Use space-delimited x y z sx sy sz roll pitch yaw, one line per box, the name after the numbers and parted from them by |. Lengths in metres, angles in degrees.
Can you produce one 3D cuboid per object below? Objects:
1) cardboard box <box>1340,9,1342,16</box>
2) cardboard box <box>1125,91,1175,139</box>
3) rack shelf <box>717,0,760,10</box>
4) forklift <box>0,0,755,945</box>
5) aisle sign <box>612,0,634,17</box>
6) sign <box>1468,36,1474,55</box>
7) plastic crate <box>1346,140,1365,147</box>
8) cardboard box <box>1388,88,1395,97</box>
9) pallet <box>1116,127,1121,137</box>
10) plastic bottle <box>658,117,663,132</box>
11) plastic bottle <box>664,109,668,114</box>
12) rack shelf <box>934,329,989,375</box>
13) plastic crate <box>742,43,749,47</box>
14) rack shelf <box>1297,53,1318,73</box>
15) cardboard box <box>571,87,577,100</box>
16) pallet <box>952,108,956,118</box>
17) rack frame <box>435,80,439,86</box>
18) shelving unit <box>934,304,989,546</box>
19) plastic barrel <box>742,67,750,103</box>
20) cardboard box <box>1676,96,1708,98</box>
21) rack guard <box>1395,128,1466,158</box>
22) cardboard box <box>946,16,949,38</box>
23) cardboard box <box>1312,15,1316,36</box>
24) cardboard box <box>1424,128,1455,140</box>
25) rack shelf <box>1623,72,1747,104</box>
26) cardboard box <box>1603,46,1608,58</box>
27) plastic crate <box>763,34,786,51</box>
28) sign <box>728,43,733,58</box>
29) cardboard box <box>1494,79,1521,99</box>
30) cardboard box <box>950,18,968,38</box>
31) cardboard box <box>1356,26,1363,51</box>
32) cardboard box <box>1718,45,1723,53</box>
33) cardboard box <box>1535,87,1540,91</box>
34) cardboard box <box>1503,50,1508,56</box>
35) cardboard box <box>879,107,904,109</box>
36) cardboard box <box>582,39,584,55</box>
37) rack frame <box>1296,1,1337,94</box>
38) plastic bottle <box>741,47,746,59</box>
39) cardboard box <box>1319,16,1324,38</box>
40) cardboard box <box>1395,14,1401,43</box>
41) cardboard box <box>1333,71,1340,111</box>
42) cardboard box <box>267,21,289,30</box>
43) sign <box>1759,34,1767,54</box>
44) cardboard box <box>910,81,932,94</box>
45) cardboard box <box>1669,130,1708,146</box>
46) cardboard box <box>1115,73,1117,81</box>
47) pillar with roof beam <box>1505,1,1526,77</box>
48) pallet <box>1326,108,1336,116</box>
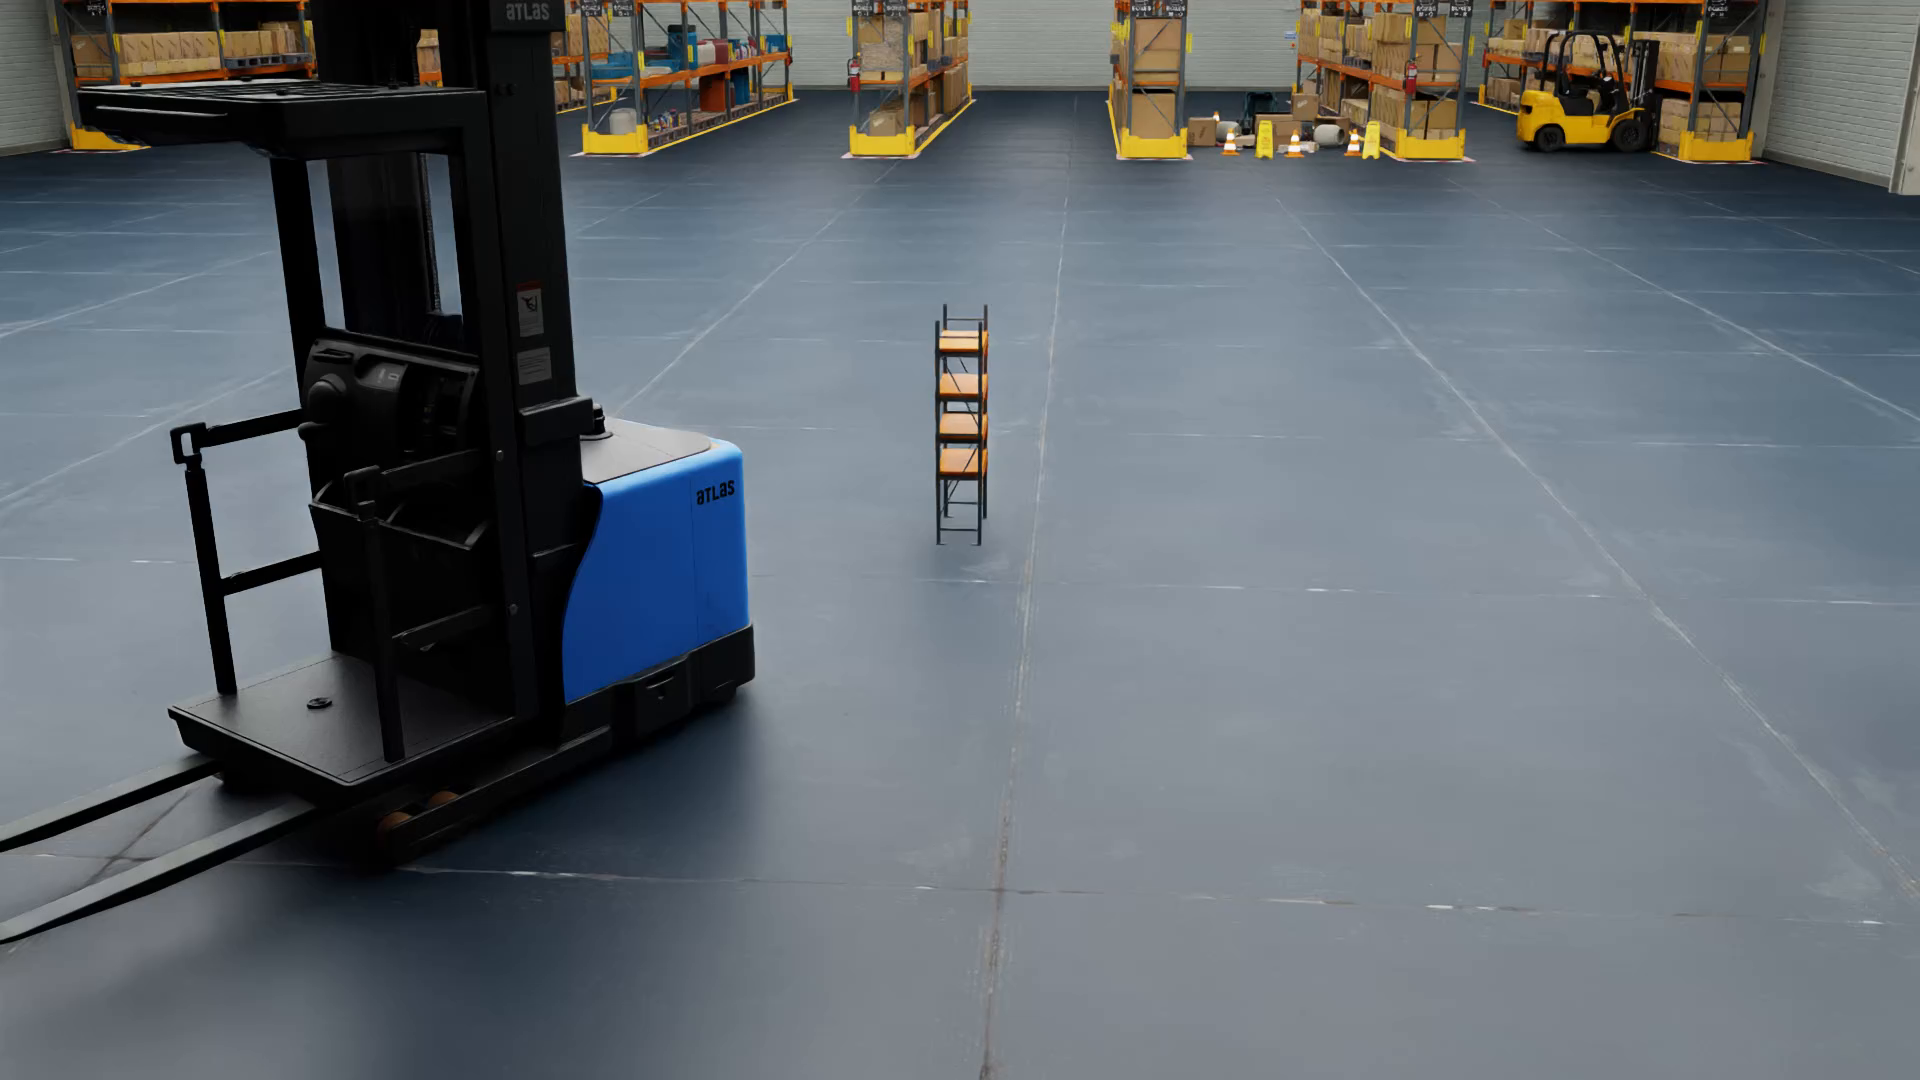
9.596 -13.036 41.081 0.380 0.149 0.250 2 18 5 | cardboard box
3.490 -7.787 30.607 0.875 0.875 0.875 1 18 4 | cardboard box
-5.656 -12.827 39.589 1.077 0.370 4.000 1 18 4 | rack shelf
-2.127 -0.477 5.671 1.130 2.935 3.031 13 22 34 | forklift
-6.086 -9.844 29.973 0.394 0.787 0.004 1 18 4 | aisle sign
8.993 -8.705 29.282 0.100 0.325 0.005 1 18 4 | sign
7.808 -7.691 32.267 0.402 0.080 0.583 -5 19 -15 | plastic crate
8.250 -8.393 31.216 0.380 0.149 0.250 2 18 6 | cardboard box
3.774 -8.543 34.657 1.003 0.211 1.213 1 18 4 | pallet
-5.898 -8.182 32.731 0.061 0.283 0.133 2 18 5 | plastic bottle
-5.989 -8.627 33.981 0.144 0.351 0.185 1 18 4 | plastic bottle
0.012 -0.995 8.771 0.258 0.148 0.480 1 18 4 | rack shelf
-5.688 -12.984 43.904 0.416 0.233 0.300 1 18 4 | plastic crate
9.455 -12.312 42.835 1.077 0.370 4.000 1 18 4 | rack shelf
-10.207 -11.533 42.914 0.500 0.311 0.500 1 18 4 | cardboard box
-0.638 -10.307 40.041 1.003 0.211 1.213 1 18 4 | pallet
-15.108 -13.828 46.306 1.000 3.000 0.127 1 18 4 | rack frame
0.012 -0.622 8.893 0.258 1.200 0.503 1 18 4 | shelving unit
-5.569 -11.398 41.587 0.600 0.901 0.708 1 18 4 | plastic barrel
13.748 -8.178 31.201 0.500 0.250 0.500 1 18 3 | cardboard box
8.457 -7.141 29.915 1.175 0.500 0.348 1 18 4 | rack guard
-0.671 -12.367 40.075 0.797 0.503 0.637 1 18 5 | cardboard box
9.115 -12.865 41.603 0.500 0.500 0.500 1 18 3 | cardboard box
8.785 -7.443 30.562 0.500 0.250 0.500 1 18 3 | cardboard box
13.546 -8.475 31.126 1.077 0.370 4.000 1 18 4 | rack shelf
13.542 -10.081 34.311 0.500 0.250 0.500 2 18 5 | cardboard box
-5.064 -13.544 45.286 0.616 0.435 0.499 1 18 4 | plastic crate
-5.251 -11.190 37.992 0.100 0.325 0.005 1 18 4 | sign
14.311 -11.725 43.227 0.700 0.500 0.500 2 18 6 | cardboard box
-0.059 -13.765 44.674 0.500 0.500 0.500 2 18 5 | cardboard box
8.657 -10.562 35.026 0.500 0.500 0.500 1 18 2 | cardboard box
13.640 -8.729 29.544 0.380 0.149 0.250 1 18 4 | cardboard box
13.935 -10.469 39.395 0.500 0.500 0.500 1 18 2 | cardboard box
14.112 -12.469 42.562 0.380 0.149 0.250 2 18 5 | cardboard box
-1.299 -8.113 32.204 0.500 0.500 0.500 3 18 9 | cardboard box
-10.073 -12.990 43.589 0.500 0.500 0.500 1 18 4 | cardboard box
9.598 -13.275 44.619 1.000 3.000 0.127 1 18 4 | rack frame
-5.291 -11.864 40.512 0.152 0.276 0.135 1 18 4 | plastic bottle
8.993 -12.425 40.259 0.500 0.500 0.500 1 18 5 | cardboard box
8.314 -9.290 30.214 0.700 0.500 0.500 1 18 4 | cardboard box
9.225 -10.470 38.796 0.875 0.875 0.875 2 18 5 | cardboard box
-15.907 -12.045 38.989 0.500 0.250 0.500 2 18 5 | cardboard box
13.956 -8.631 28.928 0.100 0.325 0.005 1 18 4 | sign
-0.906 -10.015 36.775 0.500 0.250 0.500 3 18 10 | cardboard box
13.121 -7.242 29.948 0.500 0.250 0.500 1 18 4 | cardboard box
4.051 -11.256 40.594 0.500 0.250 0.500 0 18 1 | cardboard box
11.348 -16.930 46.138 9.100 9.000 0.400 1 18 4 | pillar with roof beam
9.247 -10.086 39.366 1.003 0.211 1.213 1 18 4 | pallet
